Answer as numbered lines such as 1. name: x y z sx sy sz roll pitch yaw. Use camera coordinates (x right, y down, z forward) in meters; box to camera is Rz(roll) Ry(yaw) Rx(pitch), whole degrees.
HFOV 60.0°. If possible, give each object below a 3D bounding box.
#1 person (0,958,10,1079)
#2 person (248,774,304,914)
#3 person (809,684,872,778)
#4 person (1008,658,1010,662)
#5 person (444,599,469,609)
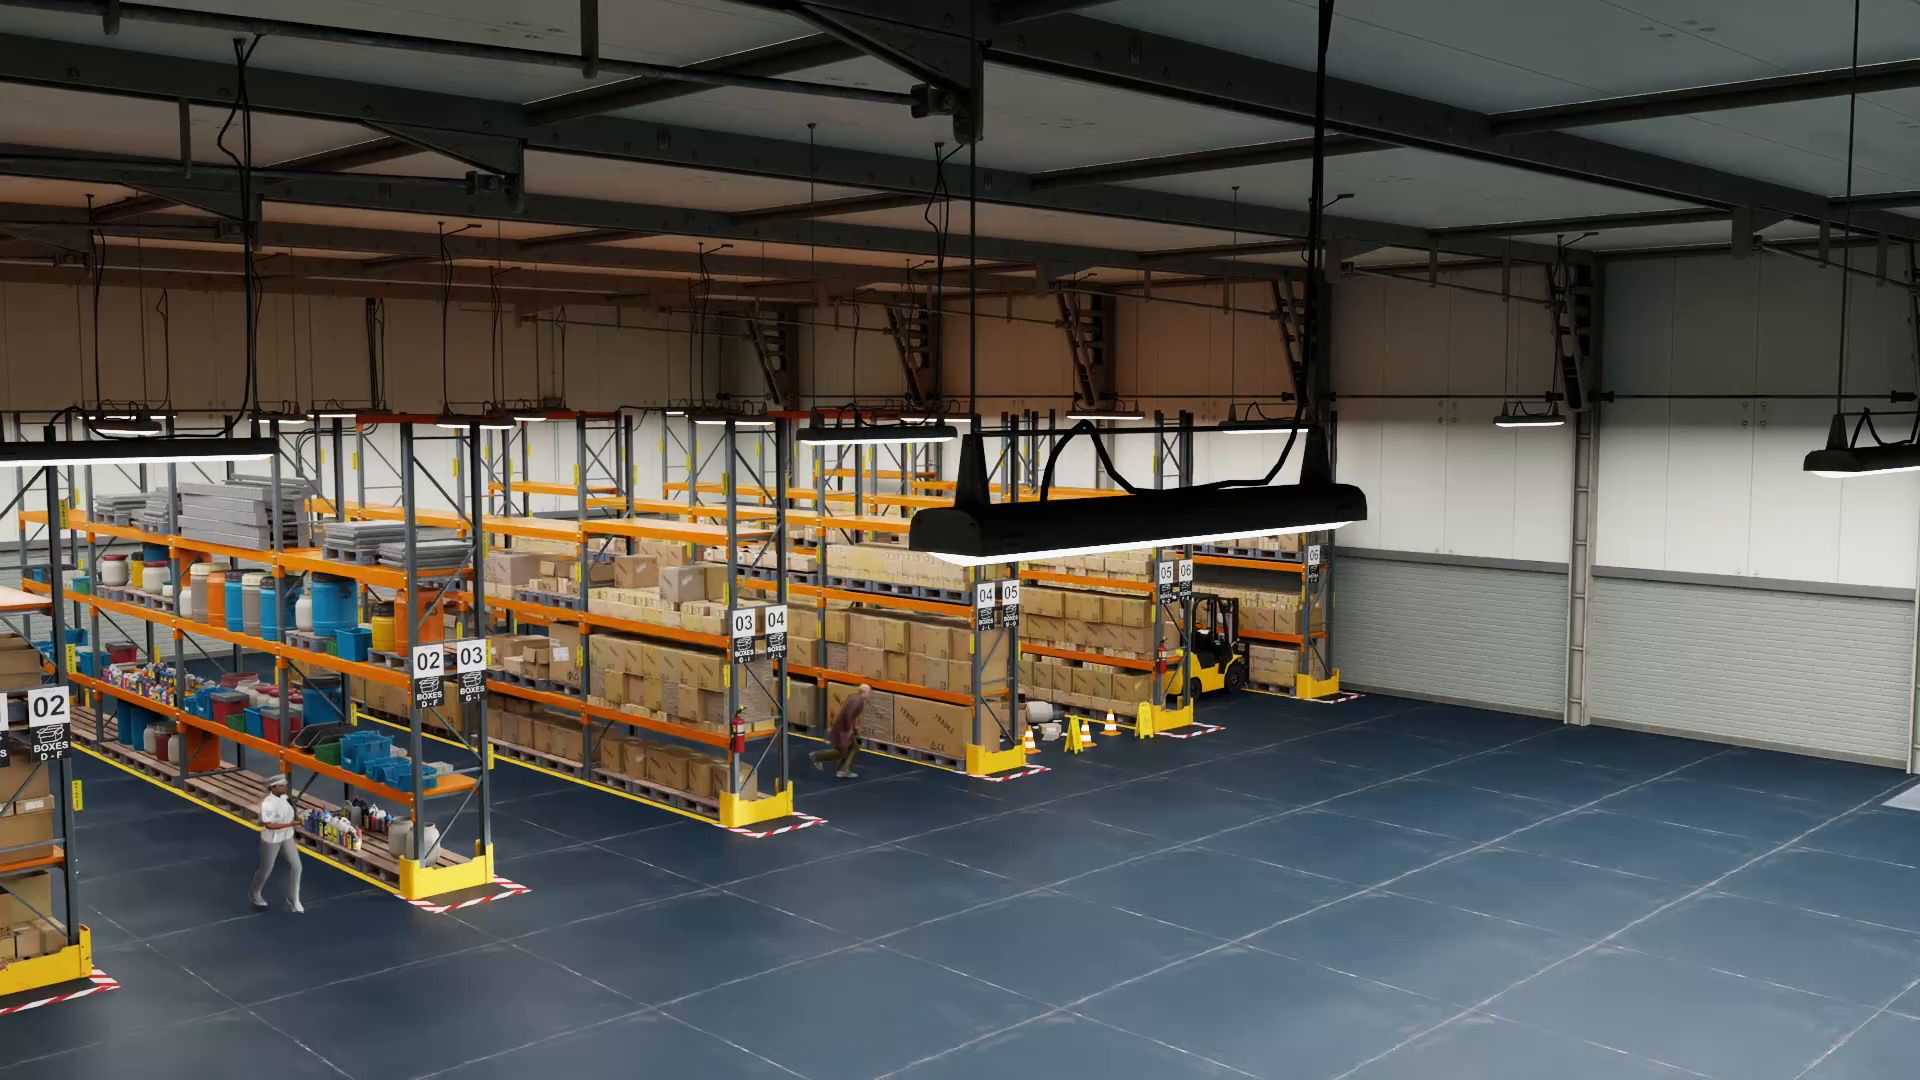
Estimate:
1. person: -9.004 4.144 14.946 0.872 1.822 0.663 -2 5 -18
2. person: -8.388 3.717 20.398 0.847 1.749 0.518 2 5 25
3. person: -1.982 3.167 27.528 1.044 1.583 0.719 0 5 0
4. person: 0.937 2.235 37.718 0.861 1.631 0.608 5 7 42
5. person: -11.924 2.084 39.410 0.668 1.754 0.861 1 5 16
